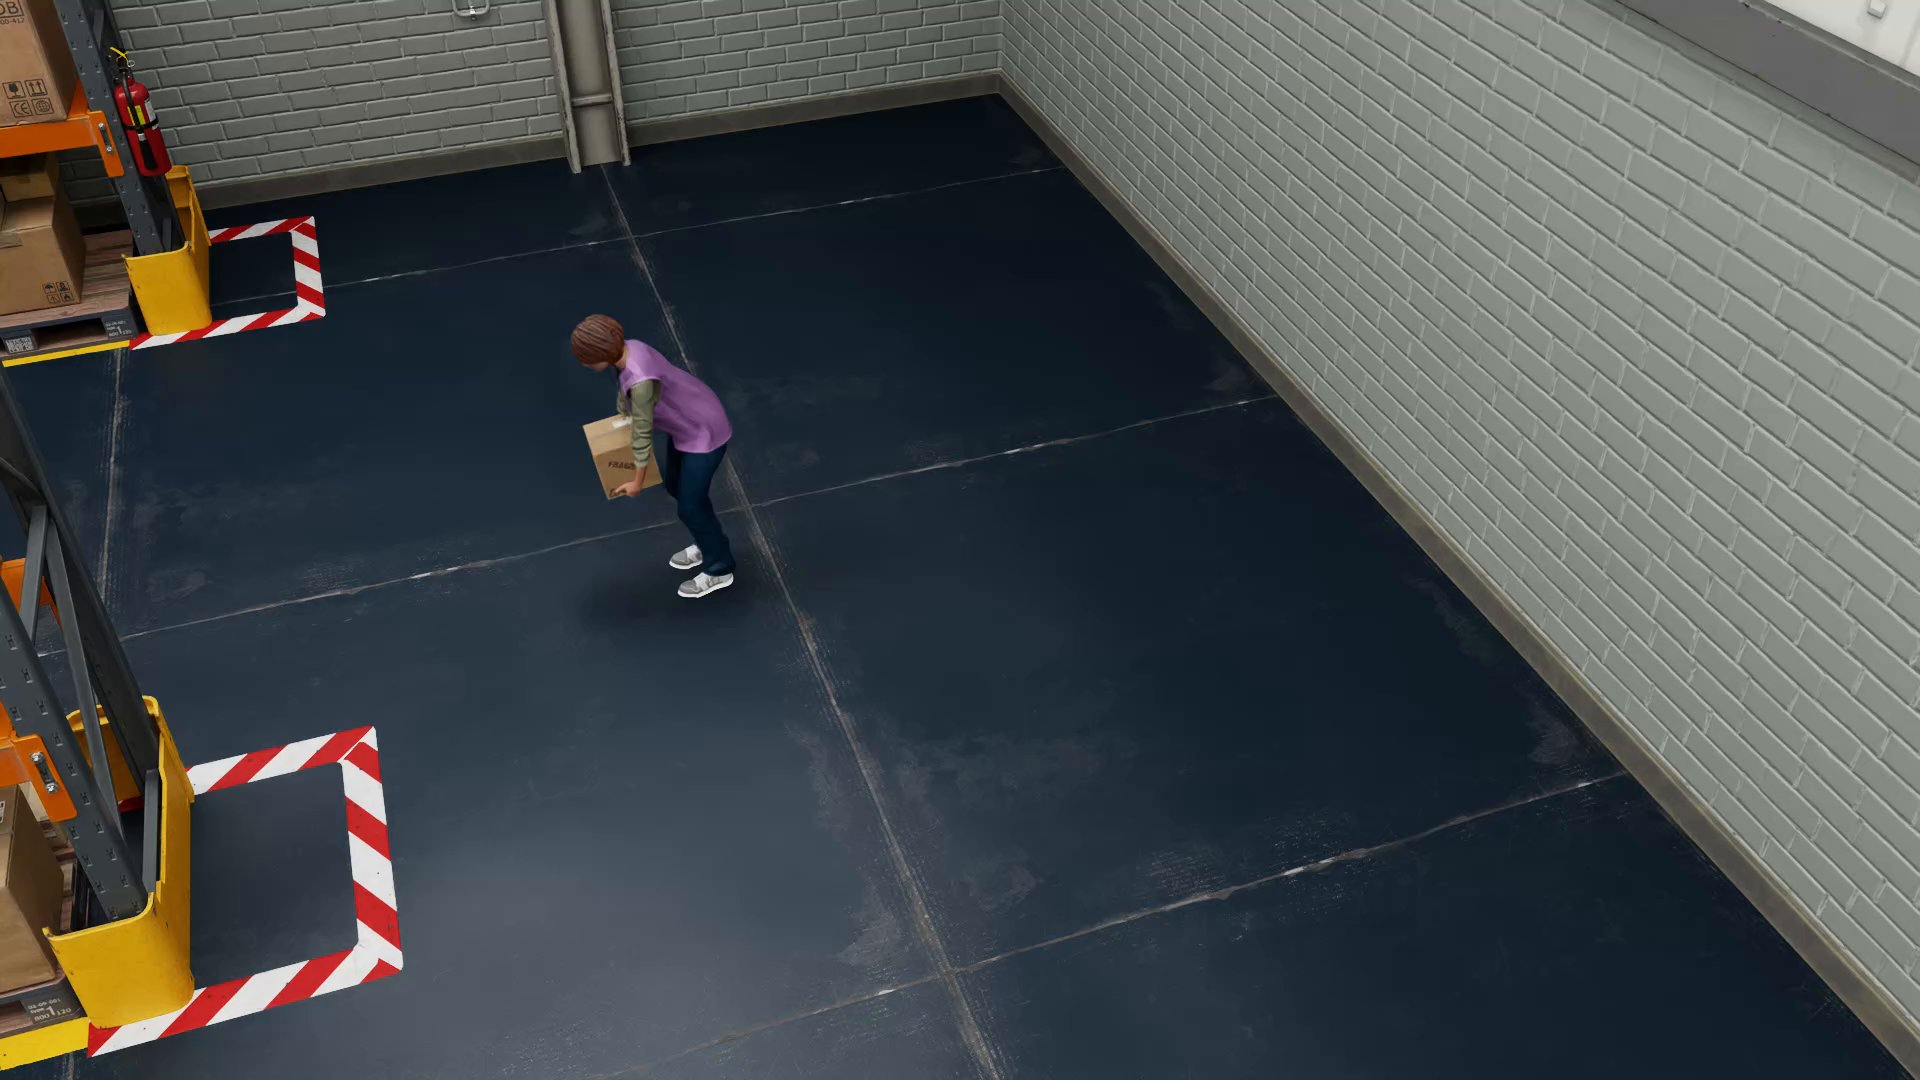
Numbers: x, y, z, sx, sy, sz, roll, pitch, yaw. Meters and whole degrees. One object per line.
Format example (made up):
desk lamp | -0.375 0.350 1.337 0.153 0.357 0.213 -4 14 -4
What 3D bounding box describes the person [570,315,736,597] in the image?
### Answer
person | -1.323 -0.358 7.409 0.636 1.398 0.373 -13 40 -16
